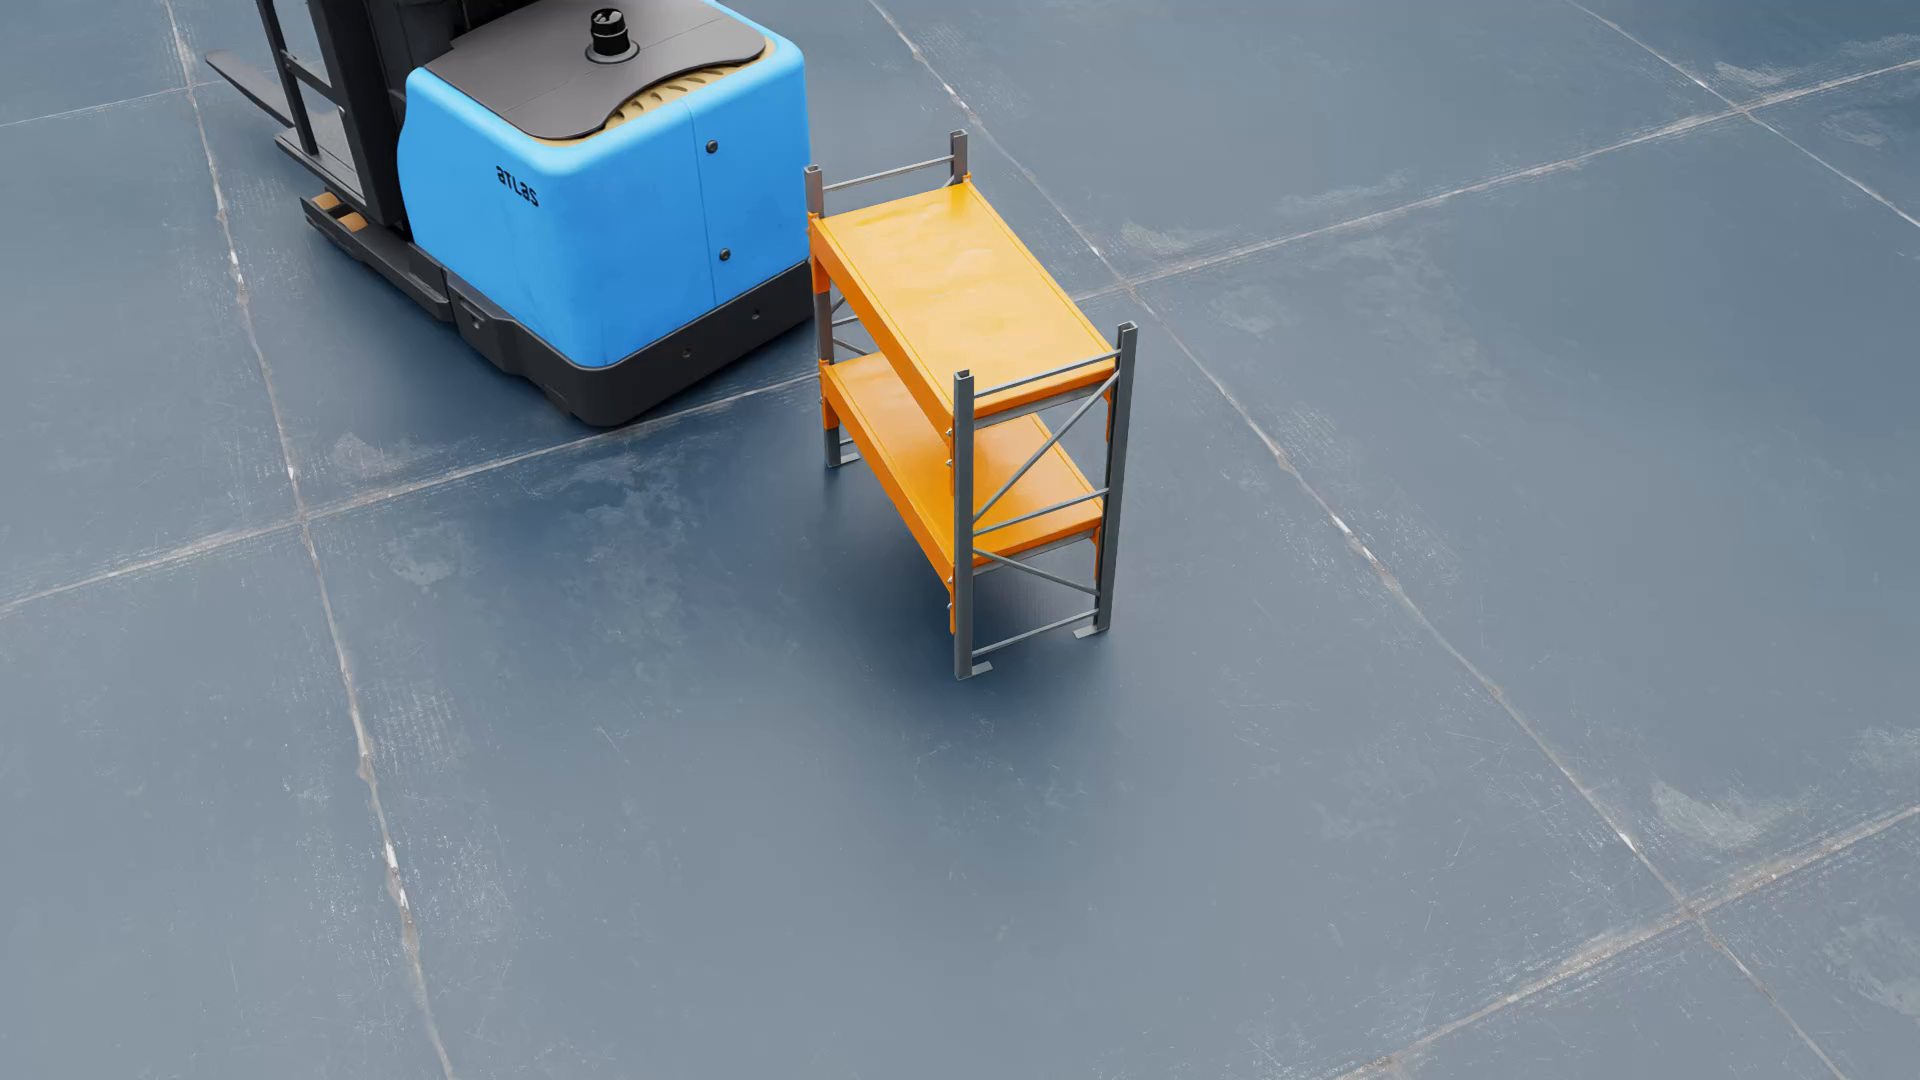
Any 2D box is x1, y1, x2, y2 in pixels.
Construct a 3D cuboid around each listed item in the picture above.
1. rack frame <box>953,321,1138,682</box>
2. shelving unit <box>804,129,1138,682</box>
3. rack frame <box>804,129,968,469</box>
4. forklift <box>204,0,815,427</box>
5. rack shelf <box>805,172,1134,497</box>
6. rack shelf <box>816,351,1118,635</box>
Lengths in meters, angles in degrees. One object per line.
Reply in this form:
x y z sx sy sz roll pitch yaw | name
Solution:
0.217 -0.072 4.522 0.500 1.125 0.032 -18 47 -17 | rack frame
0.003 -0.396 4.851 0.538 1.125 1.048 -18 47 -17 | shelving unit
-0.211 -0.720 5.179 0.500 1.125 0.032 -18 47 -17 | rack frame
-1.884 -2.350 5.545 3.031 2.935 1.130 35 54 30 | forklift
0.003 -0.604 4.645 0.538 0.278 1.000 -18 47 -17 | rack shelf
0.003 -0.222 5.022 0.538 0.278 1.000 -18 47 -17 | rack shelf
